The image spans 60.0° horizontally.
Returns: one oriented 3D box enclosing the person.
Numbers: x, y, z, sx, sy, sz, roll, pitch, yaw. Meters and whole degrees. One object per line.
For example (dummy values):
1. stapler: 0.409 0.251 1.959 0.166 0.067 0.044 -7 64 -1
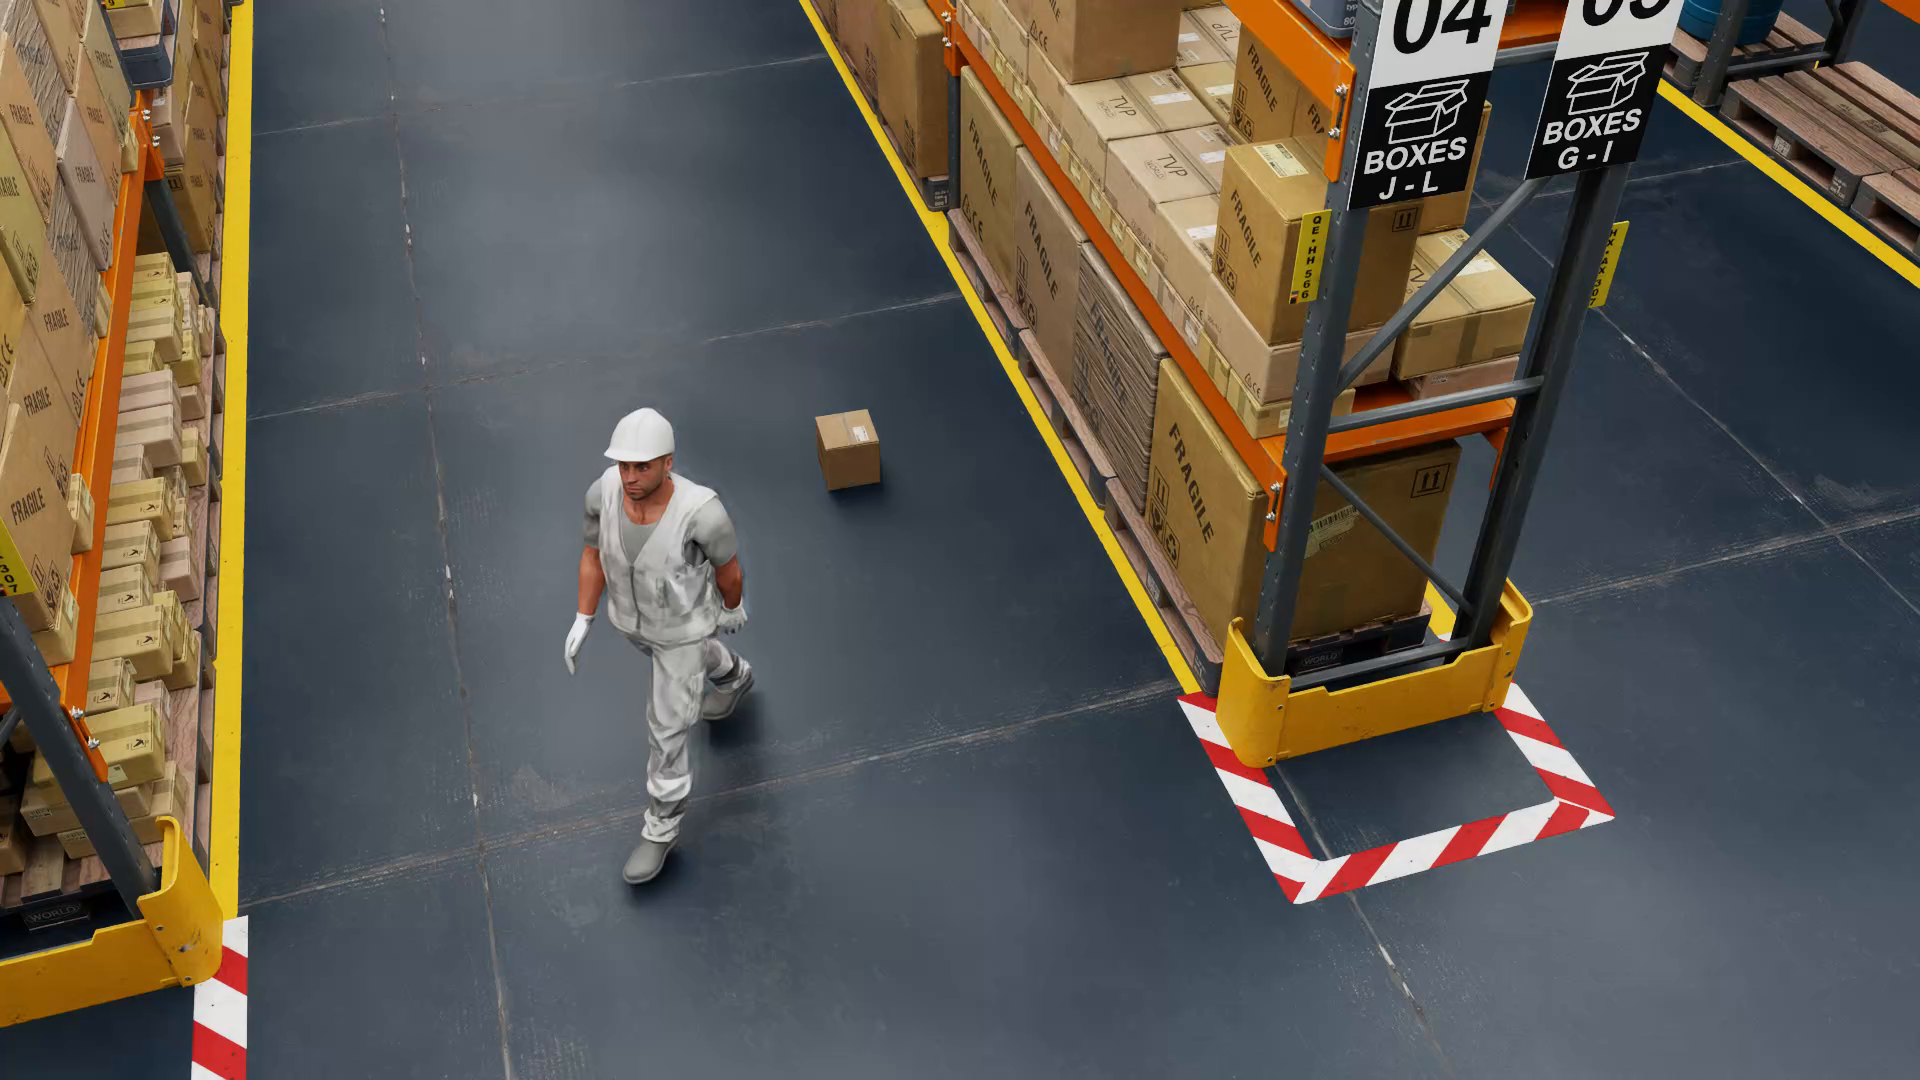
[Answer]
1. person: -1.058 0.287 5.832 0.525 1.740 1.070 18 45 19
